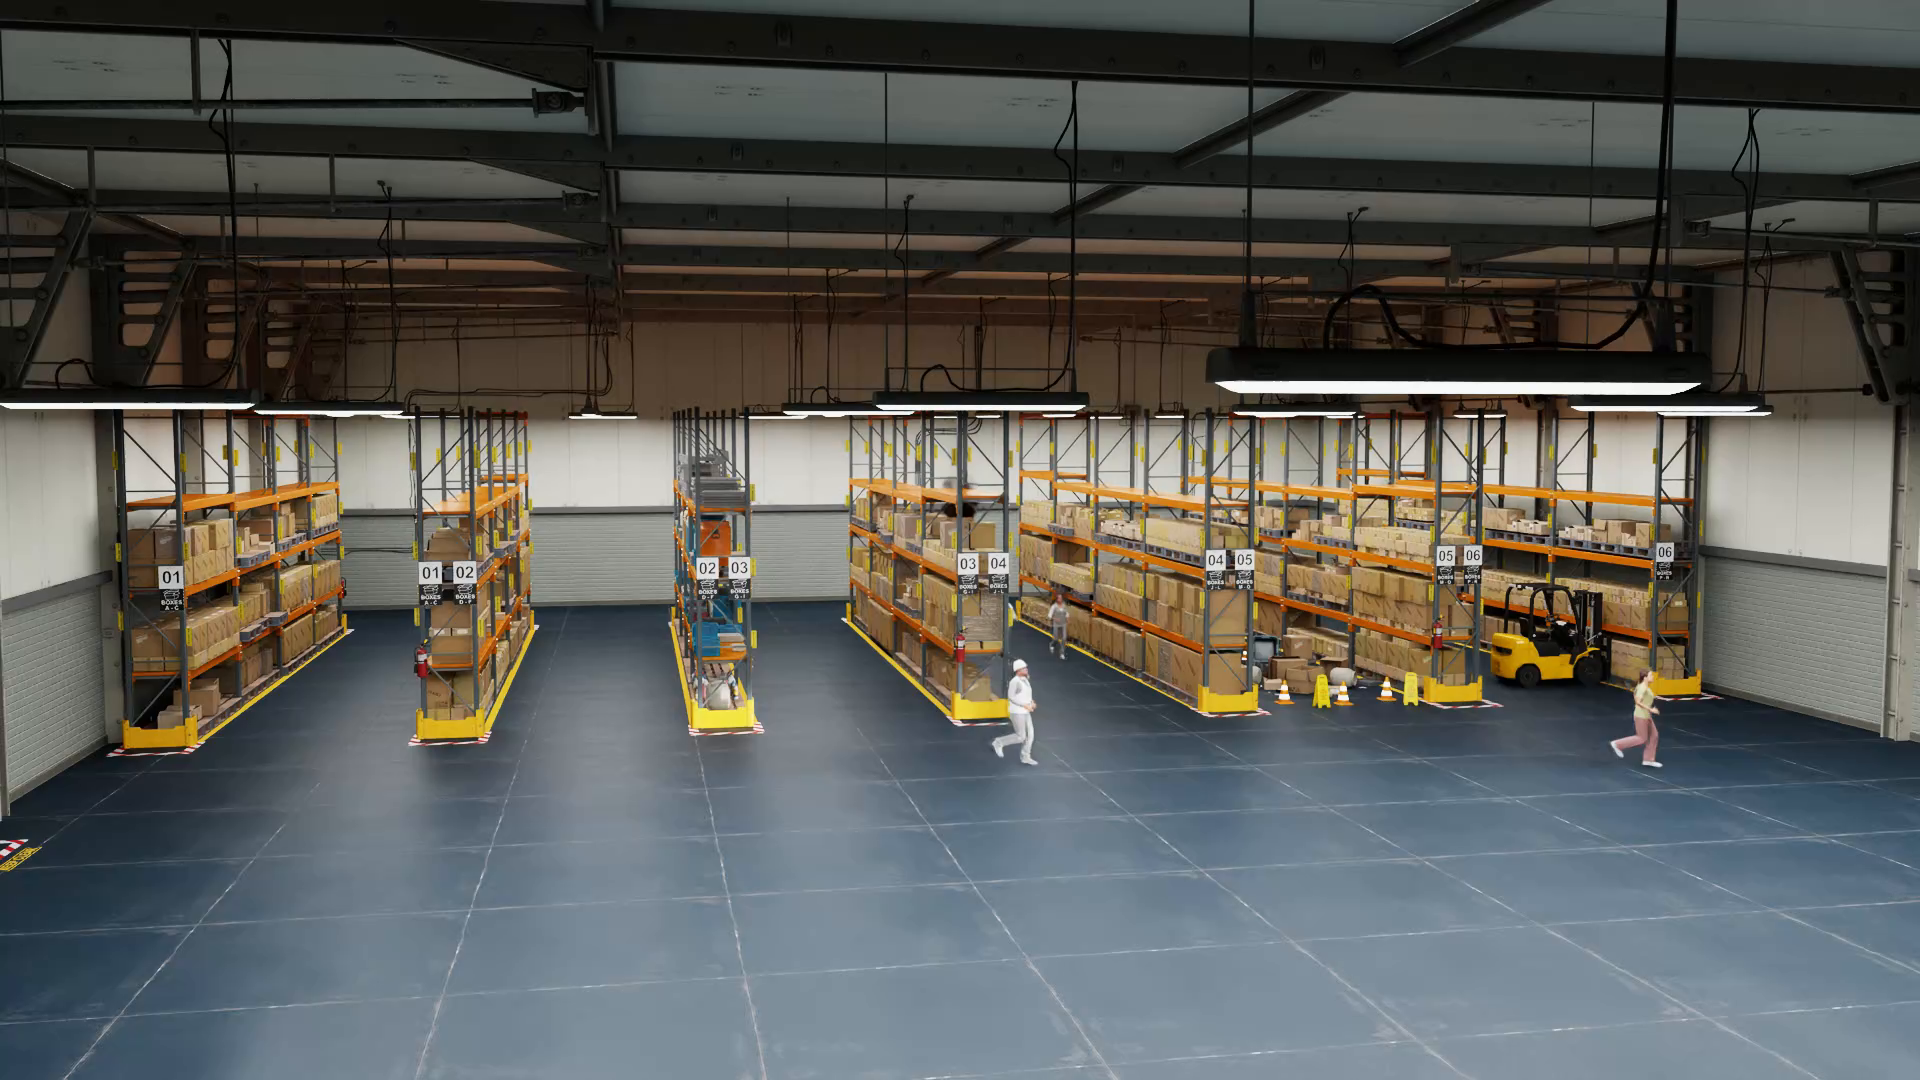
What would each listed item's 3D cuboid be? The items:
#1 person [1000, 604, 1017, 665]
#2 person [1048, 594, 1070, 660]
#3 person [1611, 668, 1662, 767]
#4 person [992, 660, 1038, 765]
[{"bbox_3d":[1.028,2.077,39.341,0.630,1.684,0.803,-1,4,-15],"label":"person"},{"bbox_3d":[2.401,2.083,40.229,0.547,1.557,0.708,-1,4,-17],"label":"person"},{"bbox_3d":[11.277,2.941,27.668,0.801,1.637,0.569,2,5,26],"label":"person"},{"bbox_3d":[0.957,2.879,27.892,0.758,1.764,0.668,2,4,21],"label":"person"}]
